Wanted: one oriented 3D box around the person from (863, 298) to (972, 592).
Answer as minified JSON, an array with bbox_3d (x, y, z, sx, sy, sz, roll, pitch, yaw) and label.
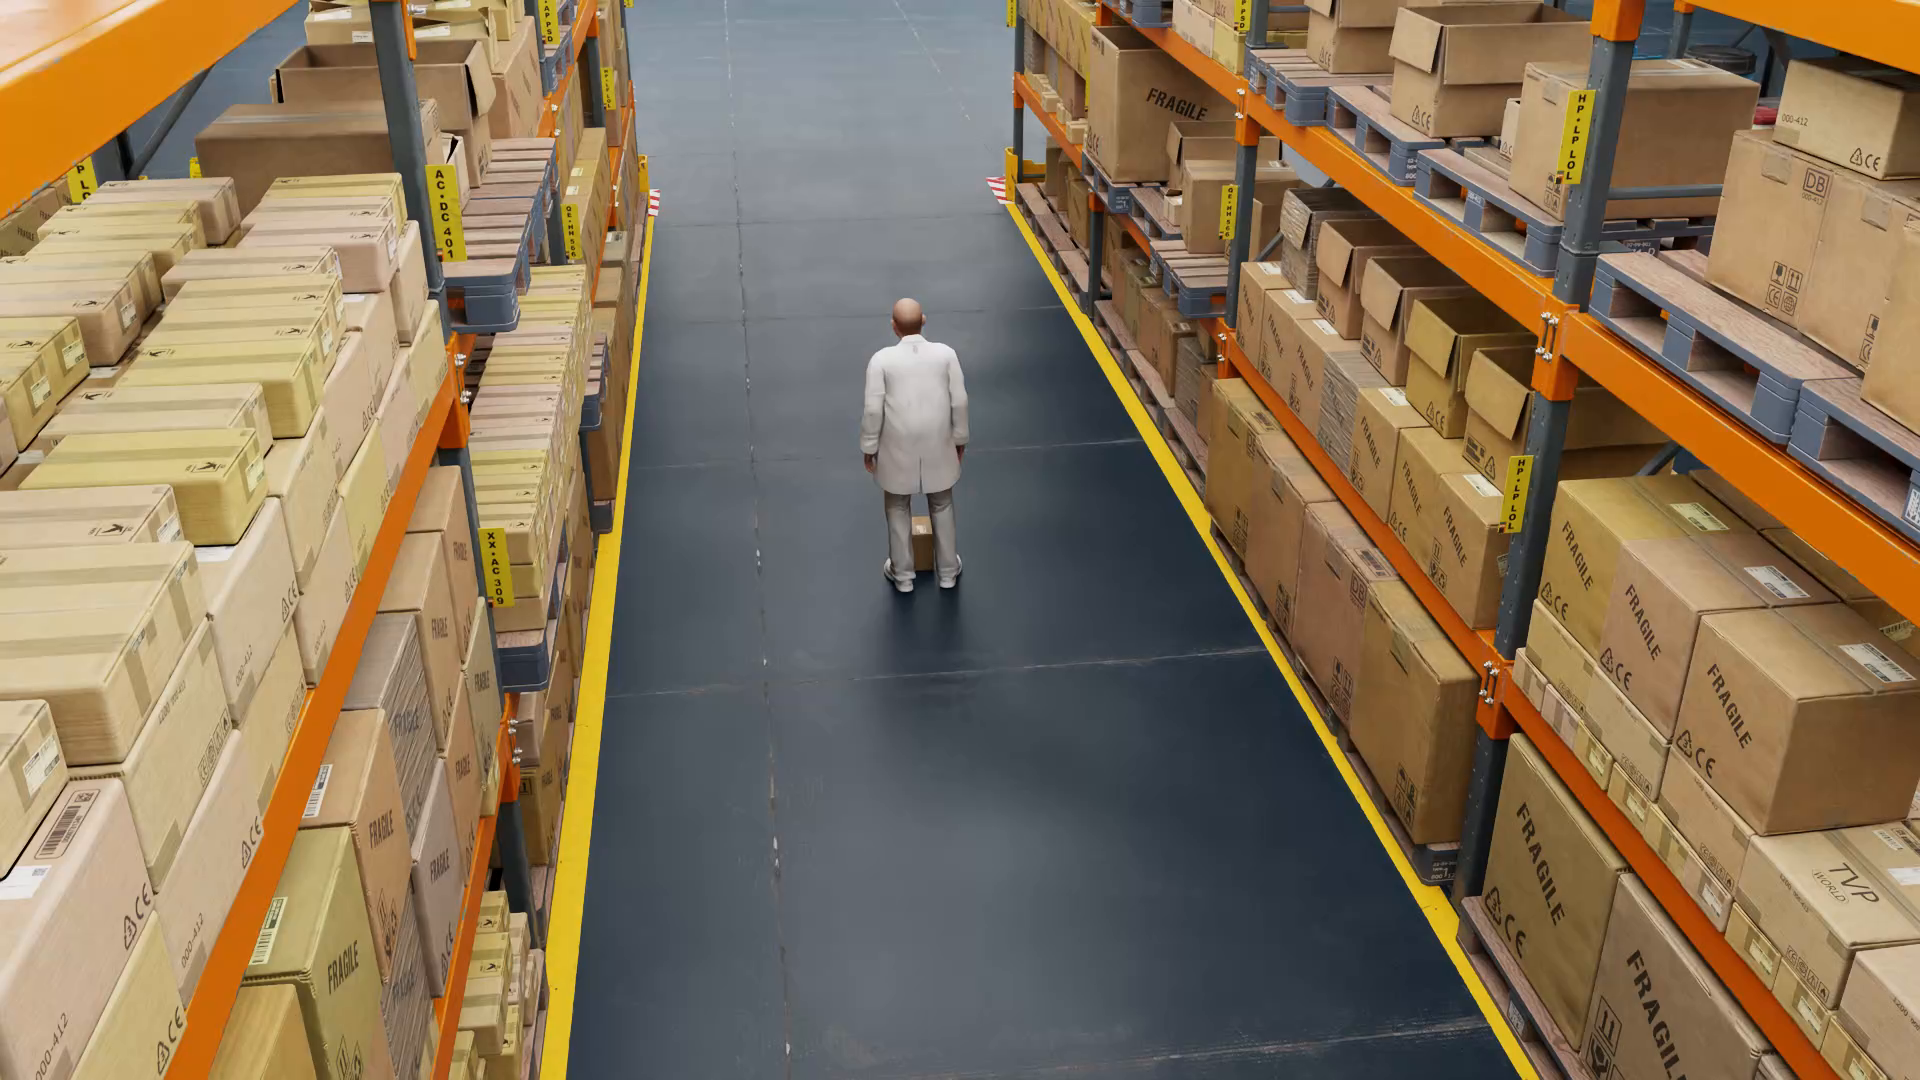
[{"bbox_3d":[-0.246,-0.547,9.719,0.646,1.773,0.426,-5,27,-9],"label":"person"}]
